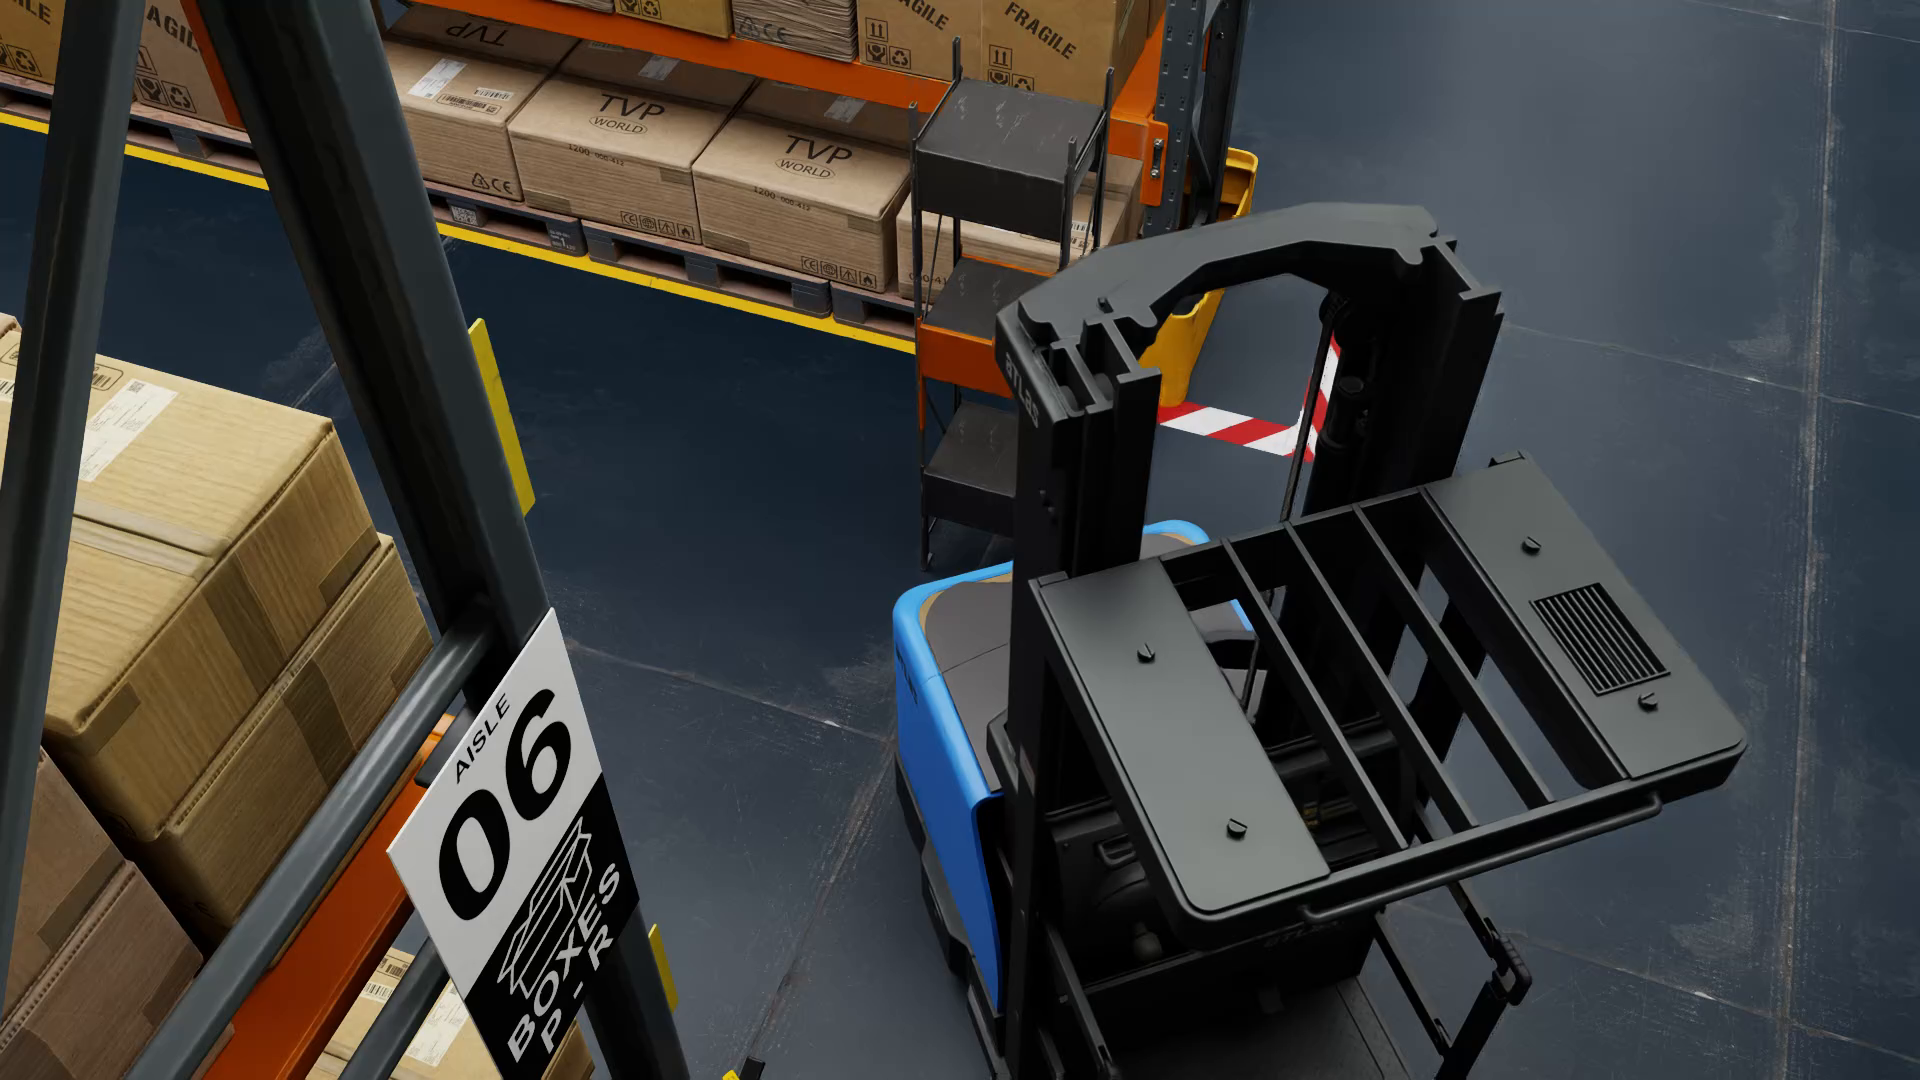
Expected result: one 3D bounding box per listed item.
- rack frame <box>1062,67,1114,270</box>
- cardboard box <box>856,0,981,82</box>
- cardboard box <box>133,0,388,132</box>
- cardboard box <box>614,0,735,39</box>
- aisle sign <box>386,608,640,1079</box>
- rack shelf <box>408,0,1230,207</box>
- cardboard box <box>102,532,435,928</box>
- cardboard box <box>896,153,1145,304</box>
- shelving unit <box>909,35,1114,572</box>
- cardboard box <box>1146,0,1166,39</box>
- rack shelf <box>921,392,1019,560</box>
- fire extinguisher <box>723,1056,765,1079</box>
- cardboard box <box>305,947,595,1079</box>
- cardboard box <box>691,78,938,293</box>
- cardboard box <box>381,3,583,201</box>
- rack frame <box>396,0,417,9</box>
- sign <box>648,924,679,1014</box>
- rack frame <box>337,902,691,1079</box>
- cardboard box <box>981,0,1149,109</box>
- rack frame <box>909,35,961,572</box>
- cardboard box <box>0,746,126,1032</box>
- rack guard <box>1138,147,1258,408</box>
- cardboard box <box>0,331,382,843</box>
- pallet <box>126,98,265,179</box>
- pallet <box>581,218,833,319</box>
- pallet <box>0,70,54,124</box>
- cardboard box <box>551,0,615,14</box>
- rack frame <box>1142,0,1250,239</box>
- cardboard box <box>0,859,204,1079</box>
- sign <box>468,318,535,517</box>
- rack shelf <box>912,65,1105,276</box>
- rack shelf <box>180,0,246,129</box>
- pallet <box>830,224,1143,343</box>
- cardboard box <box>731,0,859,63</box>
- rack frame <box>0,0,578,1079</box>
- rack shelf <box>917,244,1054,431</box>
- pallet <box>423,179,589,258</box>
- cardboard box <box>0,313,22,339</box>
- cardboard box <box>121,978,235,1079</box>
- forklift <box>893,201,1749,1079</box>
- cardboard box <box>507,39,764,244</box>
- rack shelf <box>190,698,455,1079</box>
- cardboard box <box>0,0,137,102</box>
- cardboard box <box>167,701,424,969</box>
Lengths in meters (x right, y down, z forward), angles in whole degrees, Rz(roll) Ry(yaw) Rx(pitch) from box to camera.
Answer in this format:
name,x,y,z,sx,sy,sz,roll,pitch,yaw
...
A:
name,x,y,z,sx,sy,sz,roll,pitch,yaw
rack frame,0.384,-0.580,5.630,0.015,2.100,0.400,16,51,13
cardboard box,-0.069,-2.104,6.288,0.500,0.500,0.500,15,51,12
cardboard box,-3.421,-2.585,7.899,0.875,0.875,0.875,17,51,14
cardboard box,-1.044,-2.357,6.508,0.500,0.500,0.500,17,51,14
aisle sign,-0.610,0.488,2.388,0.004,0.787,0.394,16,51,13
rack shelf,-0.935,-2.278,6.982,4.000,0.370,1.077,16,51,13
cardboard box,-1.097,0.189,2.285,0.500,0.250,0.500,15,51,13
cardboard box,0.287,-1.390,7.154,0.875,0.438,0.875,14,51,12
shelving unit,0.155,-0.644,5.685,0.503,2.100,0.431,16,51,13
cardboard box,0.590,-2.352,6.503,0.500,0.500,0.500,15,51,13
rack shelf,0.155,-0.177,6.224,0.480,0.518,0.431,16,51,13
fire extinguisher,-0.478,1.388,3.626,0.183,0.674,0.296,16,51,13
cardboard box,-1.108,1.171,3.418,0.500,0.250,0.500,16,51,13
cardboard box,-0.574,-1.624,7.356,0.875,0.438,0.875,17,51,14
cardboard box,-2.260,-2.095,7.765,0.875,0.438,0.875,15,51,13
rack frame,-2.811,-3.038,7.164,0.127,3.000,1.000,16,51,13
sign,-0.588,0.861,3.212,0.005,0.325,0.100,16,51,13
rack frame,-0.776,1.529,3.205,0.127,3.000,1.000,16,51,13
cardboard box,0.397,-1.962,6.165,0.500,0.500,0.500,16,51,13
rack frame,-0.074,-0.708,5.740,0.015,2.100,0.400,16,51,13
cardboard box,-1.289,0.416,1.757,0.500,0.250,0.500,14,51,12
rack guard,0.963,-1.165,7.195,0.348,0.500,1.175,16,51,13
cardboard box,-1.105,0.041,2.082,0.500,0.250,0.500,15,51,13
pallet,-3.561,-2.273,8.346,1.213,0.211,1.003,16,51,13
pallet,-0.977,-1.551,7.721,1.213,0.211,1.003,16,51,13
pallet,-4.710,-2.591,8.622,1.213,0.211,1.003,16,51,13
cardboard box,-1.527,-2.492,6.625,0.500,0.500,0.500,16,51,13
rack frame,0.941,-1.990,6.256,0.127,3.000,1.000,16,51,13
cardboard box,-1.287,0.575,1.950,0.500,0.250,0.500,15,51,12
sign,-0.588,-0.124,2.075,0.005,0.325,0.100,16,51,13
rack shelf,0.155,-1.094,5.166,0.480,0.518,0.431,16,51,13
rack shelf,-2.652,-0.722,1.665,4.000,0.370,1.077,16,51,13
pallet,0.164,-1.231,7.443,1.213,0.211,1.003,16,51,13
cardboard box,-0.555,-2.231,6.399,0.500,0.500,0.500,17,51,14
rack frame,-0.776,-0.435,0.938,0.127,3.000,1.000,16,51,13
rack shelf,0.155,-0.635,5.695,0.480,0.518,0.431,16,51,13
pallet,-2.125,-1.870,7.997,1.213,0.211,1.003,16,51,13
cardboard box,-1.576,-0.106,2.209,0.500,0.250,0.500,15,51,13
cardboard box,-1.156,0.709,2.097,0.250,0.149,0.380,17,51,14
forklift,0.739,0.836,3.852,1.130,2.935,3.031,-14,51,-12
cardboard box,-1.420,-1.861,7.562,0.875,0.438,0.875,14,51,12
rack shelf,-2.652,0.259,2.798,4.000,0.370,1.077,16,51,13
cardboard box,-4.271,-2.816,8.100,0.875,0.875,0.875,17,51,14
cardboard box,-0.994,0.381,2.382,0.250,0.149,0.380,17,51,14
